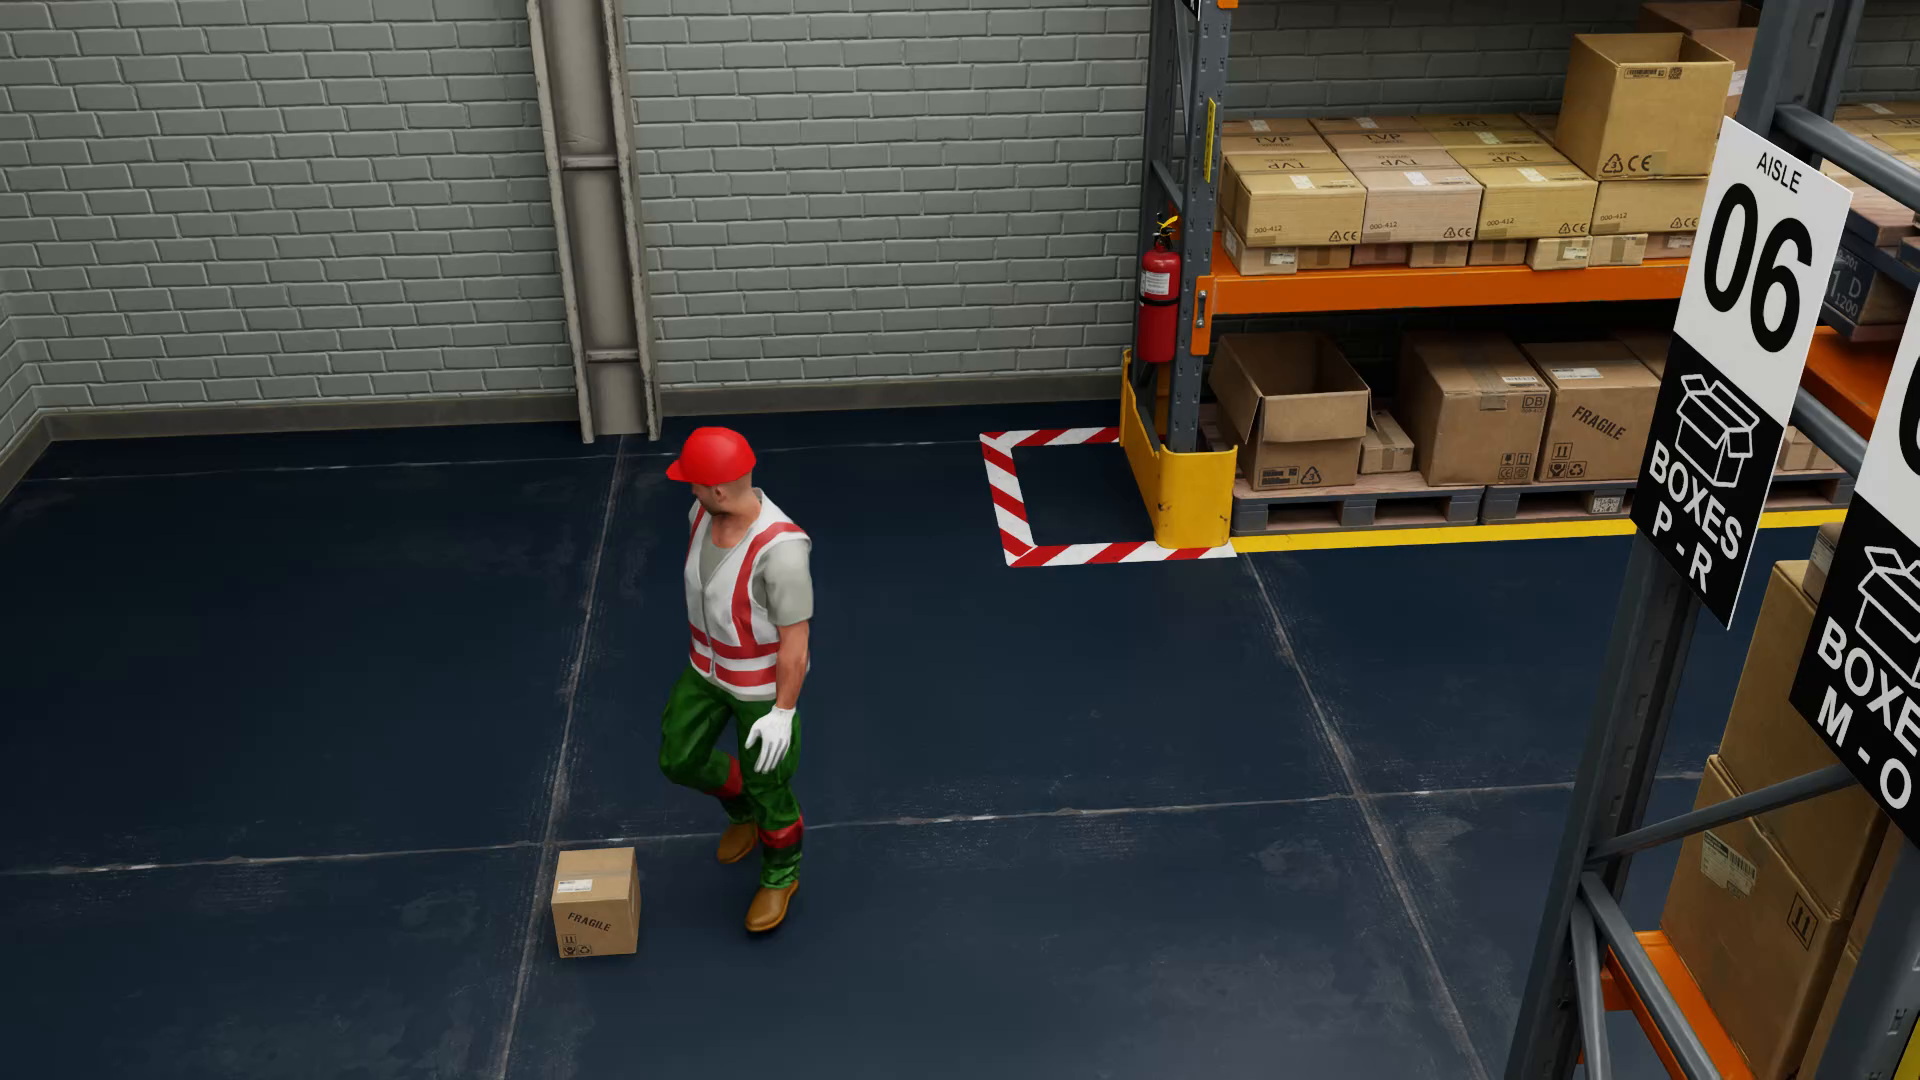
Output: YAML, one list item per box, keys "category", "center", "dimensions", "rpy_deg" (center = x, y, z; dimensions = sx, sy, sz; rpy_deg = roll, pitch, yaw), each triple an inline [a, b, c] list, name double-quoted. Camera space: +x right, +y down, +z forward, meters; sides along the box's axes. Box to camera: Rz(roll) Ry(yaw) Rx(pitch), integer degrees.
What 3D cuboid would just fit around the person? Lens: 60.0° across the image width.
- category: "person"
  center: [-0.685, 0.446, 5.315]
  dimensions: [0.619, 1.784, 0.458]
  rpy_deg: [23, 38, 33]
